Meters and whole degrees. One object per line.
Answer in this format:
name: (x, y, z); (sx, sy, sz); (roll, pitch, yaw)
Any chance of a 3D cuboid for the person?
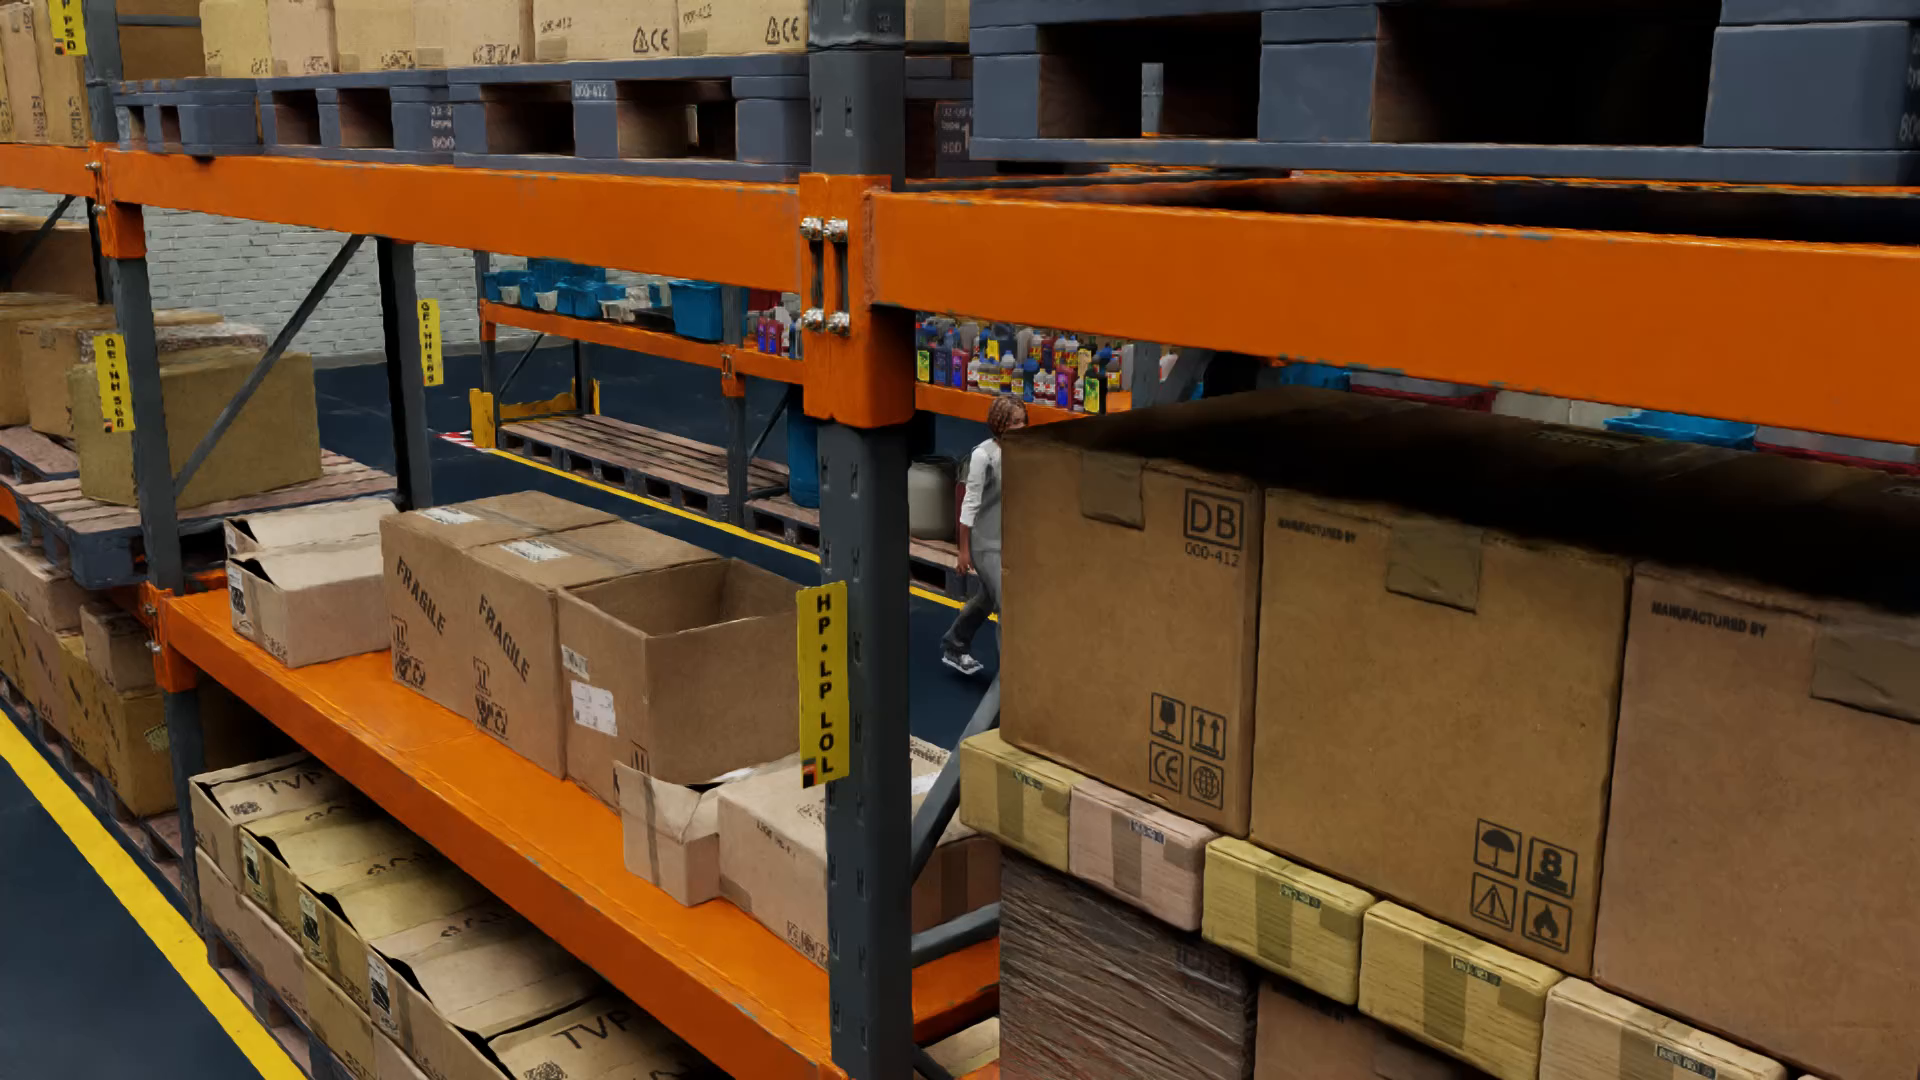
person: (0.205, 0.022, 8.427); (0.887, 1.549, 0.434); (13, 20, 42)
